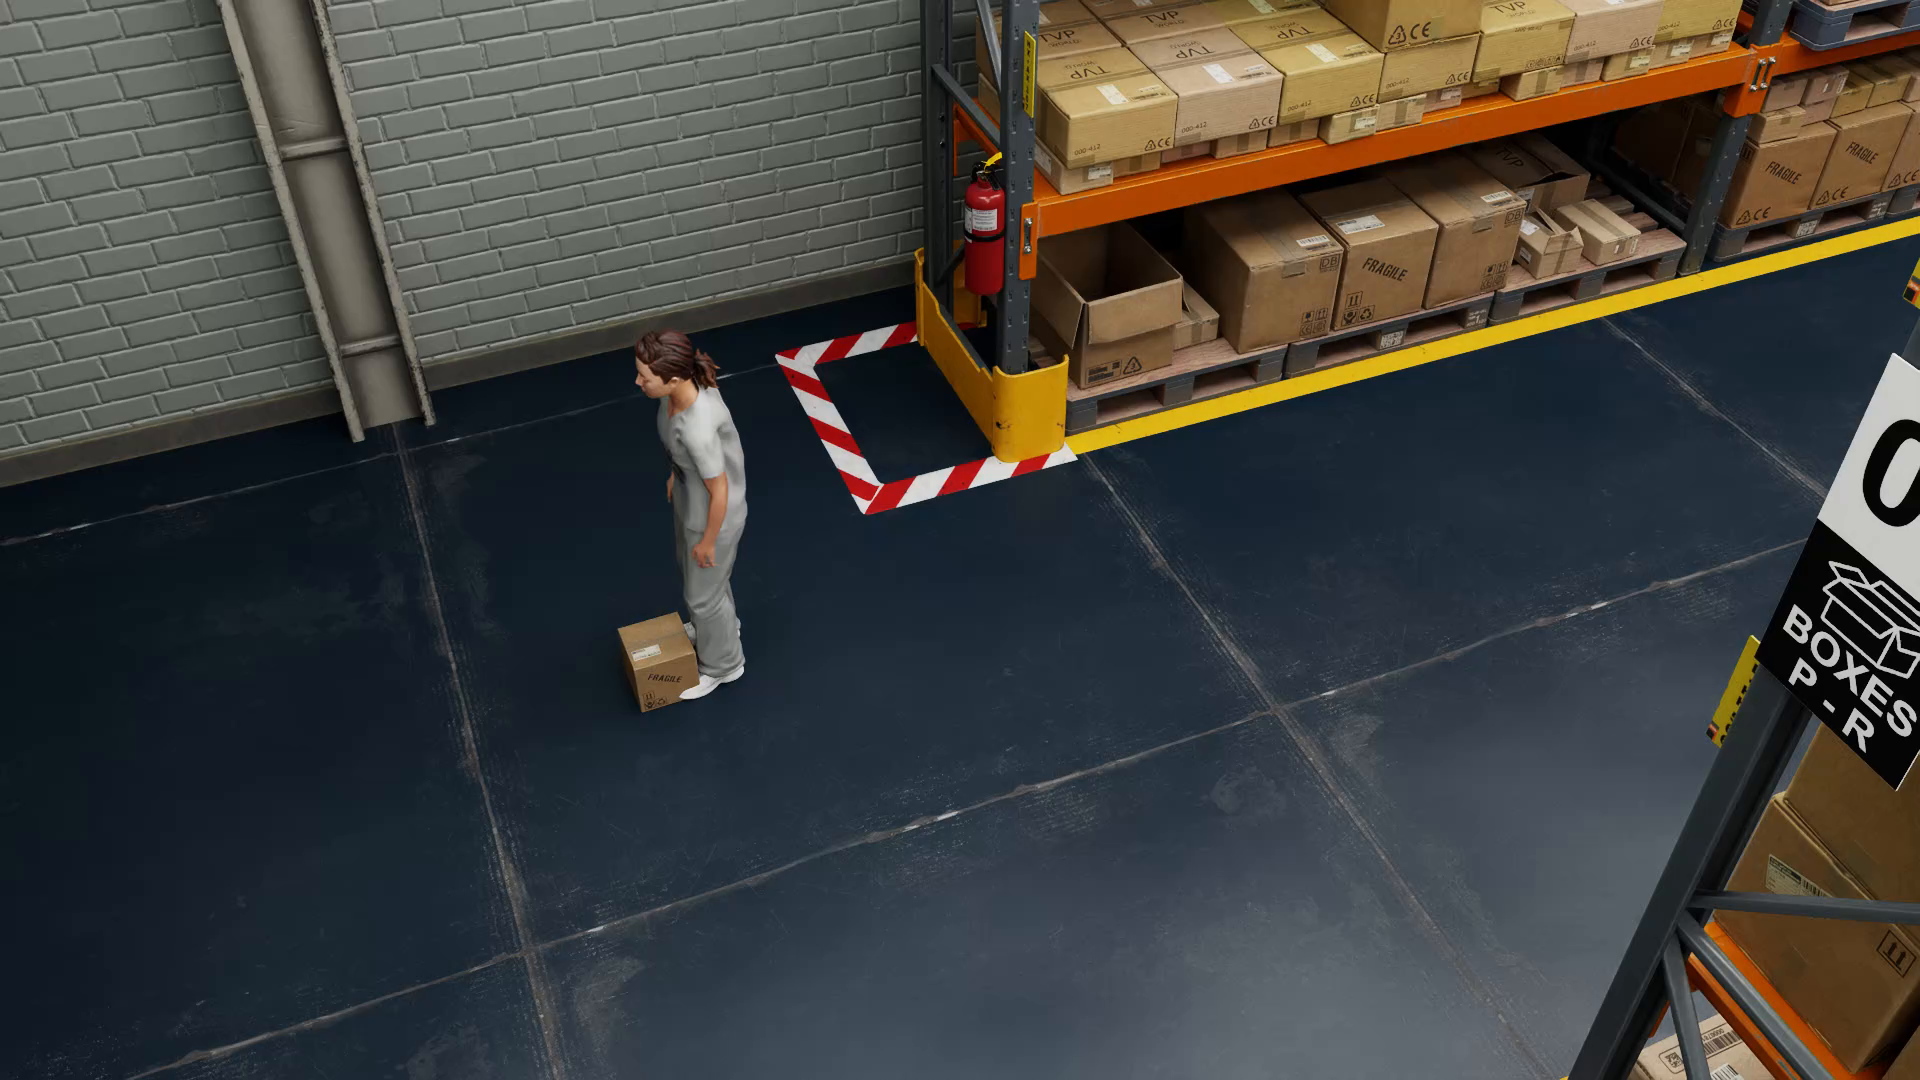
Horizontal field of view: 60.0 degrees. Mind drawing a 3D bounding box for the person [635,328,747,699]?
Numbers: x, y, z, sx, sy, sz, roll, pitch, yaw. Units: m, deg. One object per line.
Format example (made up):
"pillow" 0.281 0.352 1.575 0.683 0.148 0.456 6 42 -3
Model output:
"person" -1.005 -0.104 6.276 0.404 1.673 0.486 -15 44 -16
